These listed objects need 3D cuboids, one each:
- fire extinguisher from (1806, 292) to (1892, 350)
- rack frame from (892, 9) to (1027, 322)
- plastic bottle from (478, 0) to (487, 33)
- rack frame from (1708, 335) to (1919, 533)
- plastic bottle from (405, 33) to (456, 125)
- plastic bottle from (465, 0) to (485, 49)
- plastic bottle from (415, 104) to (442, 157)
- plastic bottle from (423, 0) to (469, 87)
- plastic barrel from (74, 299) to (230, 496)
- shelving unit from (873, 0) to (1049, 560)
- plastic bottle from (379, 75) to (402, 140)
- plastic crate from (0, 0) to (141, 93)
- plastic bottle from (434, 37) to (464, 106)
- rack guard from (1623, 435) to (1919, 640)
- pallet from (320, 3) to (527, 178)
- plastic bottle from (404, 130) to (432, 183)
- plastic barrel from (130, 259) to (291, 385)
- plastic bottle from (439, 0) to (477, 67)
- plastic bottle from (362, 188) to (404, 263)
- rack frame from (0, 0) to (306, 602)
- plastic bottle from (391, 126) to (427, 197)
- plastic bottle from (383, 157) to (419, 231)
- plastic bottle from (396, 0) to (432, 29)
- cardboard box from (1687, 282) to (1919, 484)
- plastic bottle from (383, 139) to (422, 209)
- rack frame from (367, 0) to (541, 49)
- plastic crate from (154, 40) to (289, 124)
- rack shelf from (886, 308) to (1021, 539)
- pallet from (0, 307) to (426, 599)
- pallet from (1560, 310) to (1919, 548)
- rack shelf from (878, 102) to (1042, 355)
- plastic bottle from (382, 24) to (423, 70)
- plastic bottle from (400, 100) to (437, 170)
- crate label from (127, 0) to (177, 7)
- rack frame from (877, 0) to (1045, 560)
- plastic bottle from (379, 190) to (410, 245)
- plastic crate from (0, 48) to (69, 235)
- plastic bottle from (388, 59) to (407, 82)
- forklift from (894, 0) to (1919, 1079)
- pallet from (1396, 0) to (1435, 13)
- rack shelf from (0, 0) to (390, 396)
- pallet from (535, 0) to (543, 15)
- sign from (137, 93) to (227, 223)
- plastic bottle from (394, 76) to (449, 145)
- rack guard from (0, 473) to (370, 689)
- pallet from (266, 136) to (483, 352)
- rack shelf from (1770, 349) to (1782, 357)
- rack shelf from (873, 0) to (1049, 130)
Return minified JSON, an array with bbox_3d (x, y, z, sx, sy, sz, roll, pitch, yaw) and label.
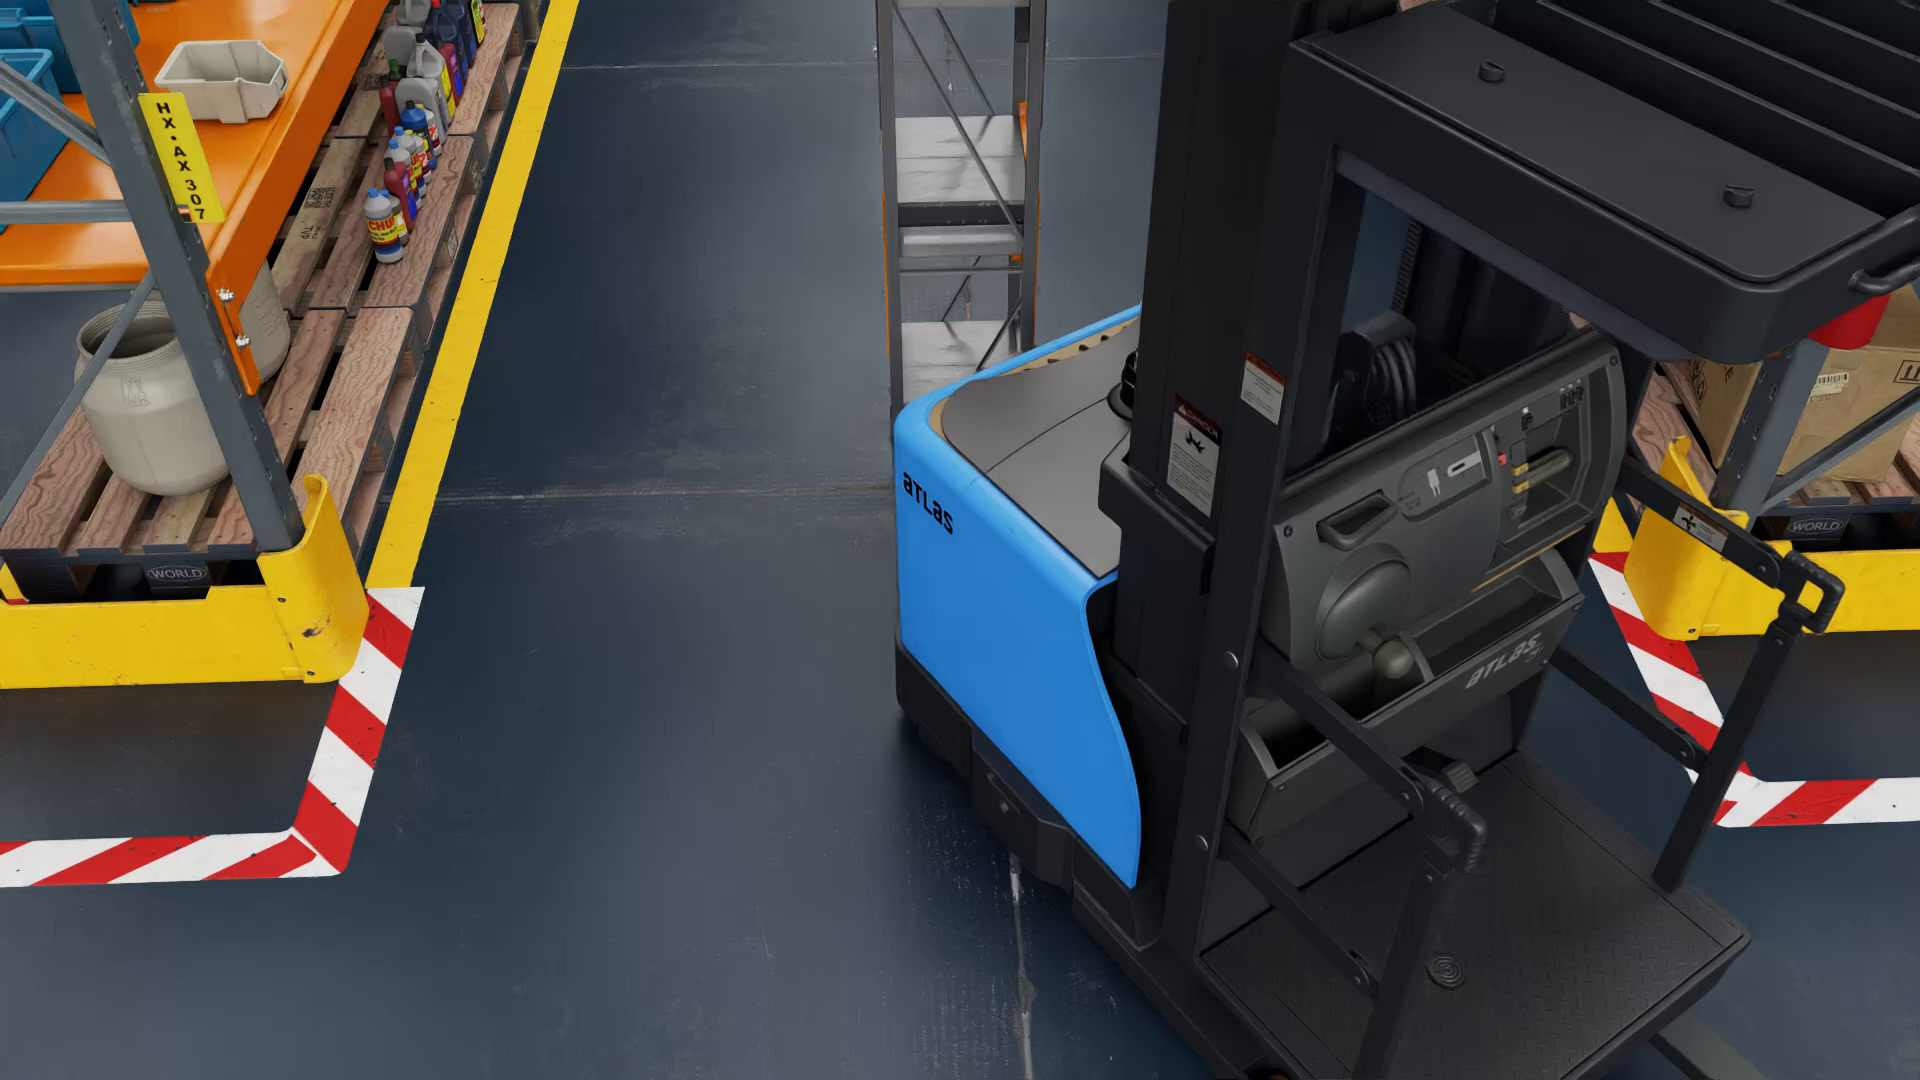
[{"bbox_3d":[2.184,-0.770,3.927,0.296,0.674,0.183,-2,43,-2],"label":"fire extinguisher"},{"bbox_3d":[-0.017,-1.051,4.842,0.400,2.100,0.015,-2,43,-2],"label":"rack frame"},{"bbox_3d":[-2.152,-2.342,7.330,0.097,0.201,0.097,0,43,0],"label":"plastic bottle"},{"bbox_3d":[2.640,-0.889,4.000,1.000,3.000,0.127,-2,43,-2],"label":"rack frame"},{"bbox_3d":[-2.142,-1.859,6.693,0.144,0.351,0.185,-2,43,-2],"label":"plastic bottle"},{"bbox_3d":[-2.129,-2.293,7.216,0.061,0.283,0.133,0,43,0],"label":"plastic bottle"},{"bbox_3d":[-2.106,-1.615,6.537,0.097,0.201,0.097,0,43,0],"label":"plastic bottle"},{"bbox_3d":[-2.155,-2.077,6.930,0.144,0.351,0.185,-4,43,-4],"label":"plastic bottle"},{"bbox_3d":[-2.413,-0.426,5.026,0.421,0.512,0.421,0,43,0],"label":"plastic barrel"},{"bbox_3d":[-0.007,-0.886,4.662,0.431,2.100,0.503,-2,43,-2],"label":"shelving unit"},{"bbox_3d":[-2.245,-1.721,6.592,0.061,0.283,0.133,-2,43,-2],"label":"plastic bottle"},{"bbox_3d":[-2.651,-1.460,4.733,0.499,0.251,0.408,-2,43,-2],"label":"plastic crate"},{"bbox_3d":[-2.107,-1.943,6.835,0.061,0.283,0.133,1,43,1],"label":"plastic bottle"},{"bbox_3d":[2.636,-0.019,4.900,1.175,0.500,0.348,-2,43,-2],"label":"rack guard"},{"bbox_3d":[-2.492,-1.964,7.237,1.003,0.211,1.213,-2,43,-2],"label":"pallet"},{"bbox_3d":[-2.098,-1.476,6.386,0.097,0.201,0.097,0,43,0],"label":"plastic bottle"},{"bbox_3d":[-2.434,-0.765,5.395,0.421,0.512,0.421,0,43,0],"label":"plastic barrel"},{"bbox_3d":[-2.163,-2.206,7.072,0.144,0.351,0.185,-3,43,-3],"label":"plastic bottle"},{"bbox_3d":[-2.075,-1.136,5.963,0.097,0.271,0.097,0,43,0],"label":"plastic bottle"},{"bbox_3d":[-2.309,-0.747,3.845,1.000,3.000,0.127,-2,43,-2],"label":"rack frame"},{"bbox_3d":[-2.093,-1.435,6.289,0.097,0.271,0.097,0,43,0],"label":"plastic bottle"},{"bbox_3d":[-2.066,-1.294,6.126,0.061,0.283,0.133,-1,43,-1],"label":"plastic bottle"},{"bbox_3d":[-2.307,-2.202,7.067,0.144,0.351,0.185,-2,43,-2],"label":"plastic bottle"},{"bbox_3d":[2.630,-0.544,5.163,0.500,0.500,0.500,6,43,6],"label":"cardboard box"},{"bbox_3d":[-2.089,-1.367,6.215,0.097,0.271,0.097,0,43,0],"label":"plastic bottle"},{"bbox_3d":[-2.479,-3.447,6.791,1.000,3.000,0.127,-2,43,-2],"label":"rack frame"},{"bbox_3d":[-2.025,-1.263,4.603,0.298,0.136,0.250,-2,43,-2],"label":"plastic crate"},{"bbox_3d":[-0.007,-0.360,5.145,0.431,0.518,0.480,-2,43,-2],"label":"rack shelf"},{"bbox_3d":[-2.388,-0.317,5.440,1.003,0.211,1.213,-2,43,-2],"label":"pallet"},{"bbox_3d":[2.637,-0.462,5.597,1.003,0.211,1.213,-2,43,-2],"label":"pallet"},{"bbox_3d":[-0.007,-0.876,4.672,0.431,0.518,0.480,-2,43,-2],"label":"rack shelf"},{"bbox_3d":[-2.302,-2.028,6.933,0.152,0.276,0.135,-2,43,-2],"label":"plastic bottle"},{"bbox_3d":[-2.102,-1.572,6.438,0.097,0.271,0.097,0,43,0],"label":"plastic bottle"},{"bbox_3d":[-2.657,-1.994,5.180,0.502,0.435,0.616,-2,43,-2],"label":"crate label"},{"bbox_3d":[0.003,-0.721,4.483,0.400,2.100,0.015,-2,43,-2],"label":"rack frame"},{"bbox_3d":[-2.079,-1.180,6.063,0.097,0.201,0.097,0,43,0],"label":"plastic bottle"},{"bbox_3d":[-2.629,-1.021,4.254,0.499,0.251,0.616,-2,43,-2],"label":"plastic crate"},{"bbox_3d":[-2.243,-1.813,6.693,0.061,0.283,0.133,-2,43,-2],"label":"plastic bottle"},{"bbox_3d":[1.078,0.022,3.057,1.130,2.935,3.031,-25,48,-25],"label":"forklift"},{"bbox_3d":[2.534,-2.109,7.394,1.003,0.211,1.213,-2,43,-2],"label":"pallet"},{"bbox_3d":[-2.394,-1.832,5.561,1.077,0.370,4.000,-2,43,-2],"label":"rack shelf"},{"bbox_3d":[-2.551,-2.948,8.310,1.003,0.211,1.213,-2,43,-2],"label":"pallet"},{"bbox_3d":[-1.759,-0.862,3.765,0.100,0.325,0.005,-2,43,-2],"label":"sign"},{"bbox_3d":[-2.139,-1.721,6.598,0.152,0.276,0.135,-1,43,-1],"label":"plastic bottle"},{"bbox_3d":[-2.359,0.125,4.744,1.175,0.500,0.348,-2,43,-2],"label":"rack guard"},{"bbox_3d":[-2.437,-1.139,6.336,1.003,0.211,1.213,-2,43,-2],"label":"pallet"},{"bbox_3d":[2.555,-1.974,5.716,1.077,0.370,4.000,-2,43,-2],"label":"rack shelf"},{"bbox_3d":[-0.007,-1.392,4.199,0.431,0.518,0.480,-2,43,-2],"label":"rack shelf"}]
